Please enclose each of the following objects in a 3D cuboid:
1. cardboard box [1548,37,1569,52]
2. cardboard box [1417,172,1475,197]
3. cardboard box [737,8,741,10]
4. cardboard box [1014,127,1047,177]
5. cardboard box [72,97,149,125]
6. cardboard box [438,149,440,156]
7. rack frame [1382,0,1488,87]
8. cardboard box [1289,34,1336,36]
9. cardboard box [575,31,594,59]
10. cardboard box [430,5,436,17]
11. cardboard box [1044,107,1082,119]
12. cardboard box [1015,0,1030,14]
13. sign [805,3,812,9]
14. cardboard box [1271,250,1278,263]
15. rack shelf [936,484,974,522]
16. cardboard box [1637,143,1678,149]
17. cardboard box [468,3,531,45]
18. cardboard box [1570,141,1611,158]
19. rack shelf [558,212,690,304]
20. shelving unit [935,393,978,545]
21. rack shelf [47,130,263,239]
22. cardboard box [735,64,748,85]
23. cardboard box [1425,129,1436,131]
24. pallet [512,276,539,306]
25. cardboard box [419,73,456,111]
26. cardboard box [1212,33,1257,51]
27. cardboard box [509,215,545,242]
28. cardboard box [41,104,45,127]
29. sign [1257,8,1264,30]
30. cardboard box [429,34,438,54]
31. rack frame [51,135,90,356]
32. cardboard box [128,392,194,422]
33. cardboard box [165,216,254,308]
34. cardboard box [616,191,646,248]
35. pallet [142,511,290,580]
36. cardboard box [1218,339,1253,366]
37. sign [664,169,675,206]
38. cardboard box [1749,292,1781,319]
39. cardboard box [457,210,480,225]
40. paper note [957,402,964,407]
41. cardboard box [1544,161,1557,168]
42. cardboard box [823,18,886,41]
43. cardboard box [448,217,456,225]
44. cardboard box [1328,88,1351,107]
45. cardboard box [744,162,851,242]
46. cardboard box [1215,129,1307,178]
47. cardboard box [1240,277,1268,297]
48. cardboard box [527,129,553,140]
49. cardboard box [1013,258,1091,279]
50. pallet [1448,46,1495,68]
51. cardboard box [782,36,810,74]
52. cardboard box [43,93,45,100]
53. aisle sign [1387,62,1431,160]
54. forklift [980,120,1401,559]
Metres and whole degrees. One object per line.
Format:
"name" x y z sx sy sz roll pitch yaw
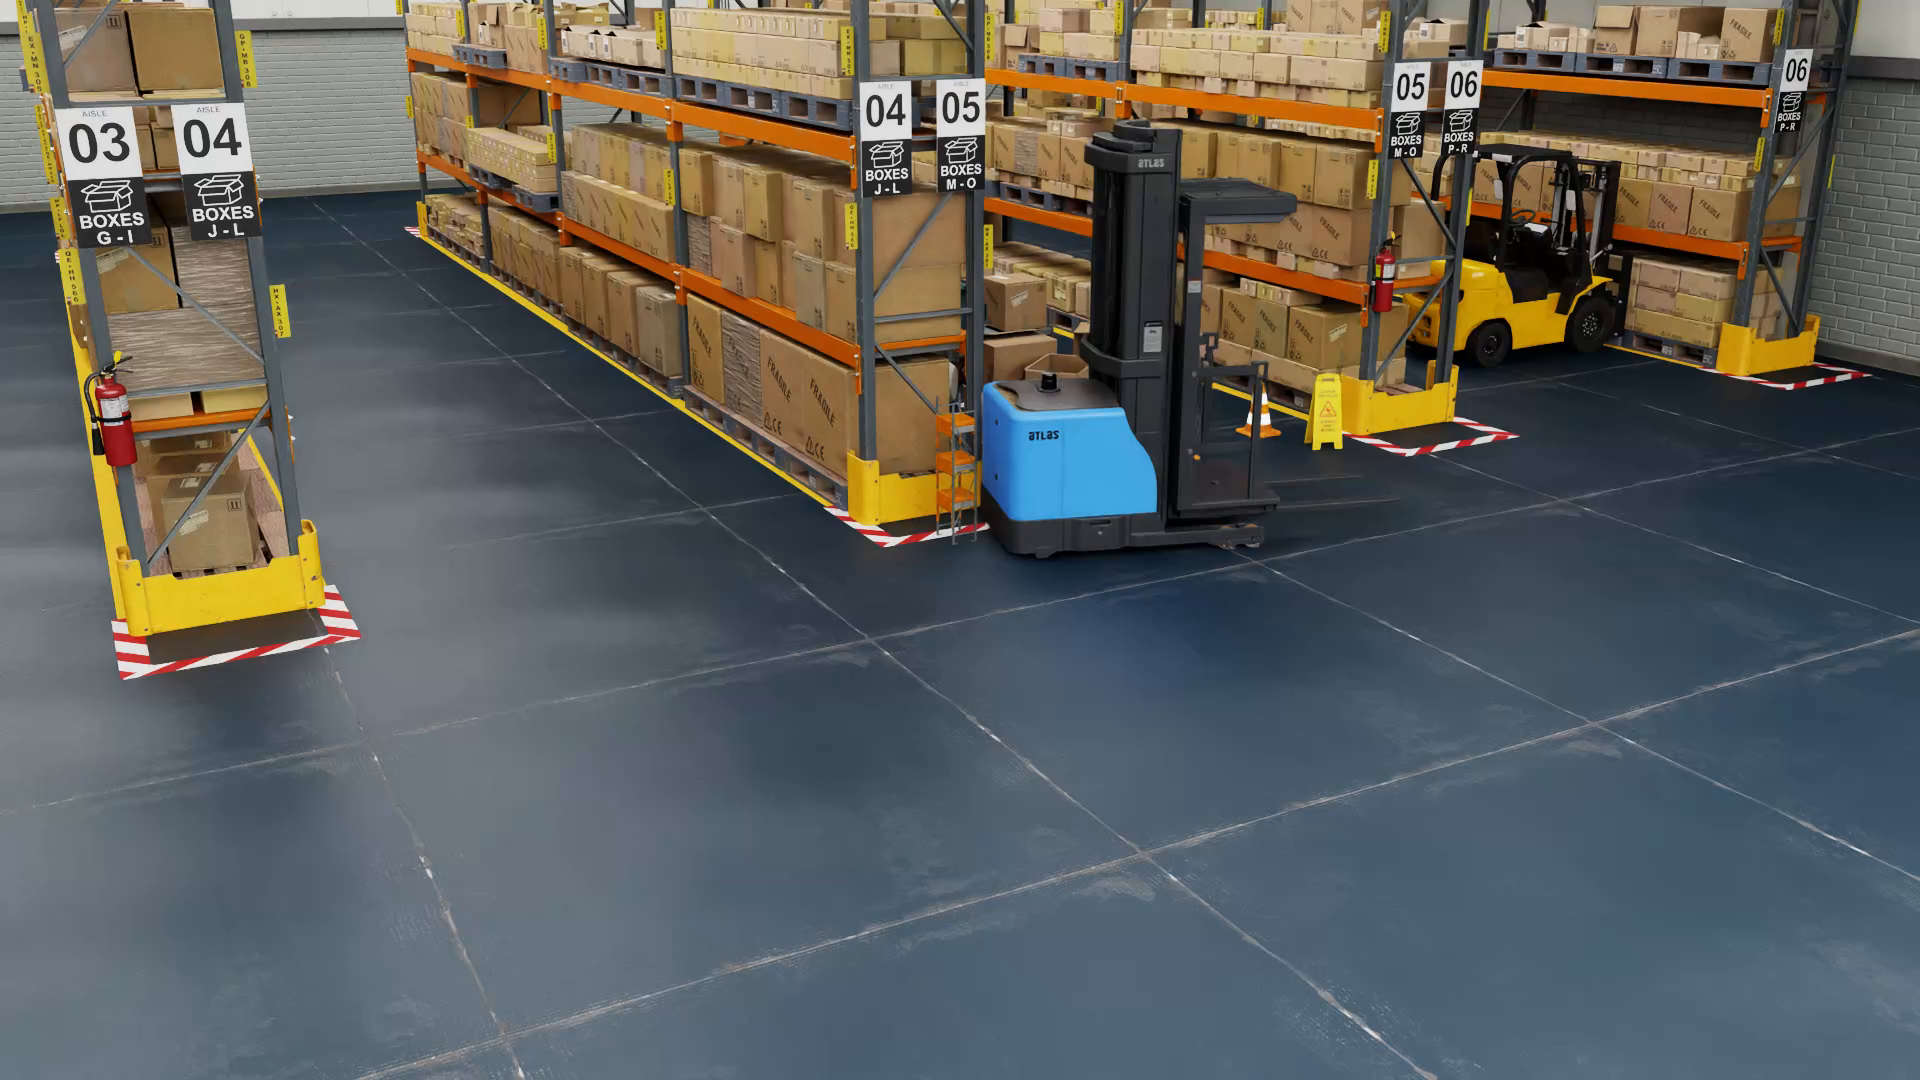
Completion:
"cardboard box" 6.797 -5.526 18.538 0.380 0.149 0.250 -9 21 -25
"cardboard box" 6.017 -4.411 20.546 0.500 0.250 0.500 -9 21 -25
"cardboard box" -3.286 -8.530 27.088 0.500 0.250 0.500 -12 23 -32
"cardboard box" 0.973 -4.533 19.416 0.500 0.500 0.500 -11 22 -29
"cardboard box" -5.129 -2.584 10.043 0.380 0.149 0.250 -11 22 -28
"cardboard box" -7.540 -5.789 24.695 0.380 0.149 0.250 -9 21 -24
"rack frame" 4.019 -5.296 13.682 1.000 3.000 0.127 -10 21 -27
"cardboard box" 3.335 -4.711 15.750 0.380 0.149 0.250 -9 21 -26
"cardboard box" -3.700 -5.168 17.343 0.500 0.250 0.500 -9 21 -25
"cardboard box" -7.152 -7.365 23.130 0.380 0.149 0.250 -10 22 -28
"cardboard box" 1.755 -7.139 27.996 0.500 0.250 0.500 -10 21 -27
"cardboard box" 1.253 -9.089 28.283 0.500 0.250 0.500 -10 22 -27
"sign" -2.167 -7.518 23.807 0.100 0.325 0.005 -10 21 -27
"cardboard box" 3.186 -2.712 15.778 0.380 0.149 0.250 -10 21 -26
"rack shelf" -0.025 -0.239 12.099 0.215 0.259 0.240 -10 21 -27
"cardboard box" 7.705 -4.302 18.396 0.380 0.149 0.250 -10 21 -26
"cardboard box" -5.904 -6.647 21.399 0.700 0.500 0.500 -10 21 -27
"cardboard box" 7.058 -4.377 18.615 0.380 0.149 0.250 -10 21 -27
"rack shelf" -3.138 -3.046 17.464 1.077 0.370 4.000 -10 21 -27
"shelving unit" -0.025 -0.512 12.004 0.215 1.050 0.252 -10 21 -27
"rack shelf" -5.652 -2.577 11.504 1.077 0.370 4.000 -10 21 -27
"cardboard box" -1.593 -3.763 13.429 0.380 0.149 0.250 -10 21 -26
"cardboard box" 5.949 -5.240 21.571 0.380 0.149 0.250 -10 21 -27
"pallet" -5.033 -3.217 21.130 1.003 0.211 1.213 -10 21 -27
"cardboard box" -7.662 -6.604 24.528 0.500 0.500 0.500 -9 21 -25
"cardboard box" 2.649 -4.778 15.943 0.380 0.149 0.250 -10 22 -27
"cardboard box" -5.376 -3.927 20.953 0.500 0.250 0.500 -9 21 -25
"cardboard box" -12.072 -5.619 22.441 0.500 0.500 0.500 -11 22 -28
"sign" 4.108 -7.105 22.732 0.100 0.325 0.005 -10 21 -27
"cardboard box" -7.161 -6.988 23.416 0.500 0.250 0.500 -10 21 -27
"rack frame" -8.501 -3.221 16.868 1.000 3.000 0.127 -10 21 -27
"cardboard box" -5.019 -0.856 10.398 0.380 0.149 0.250 -10 21 -27
"cardboard box" -4.724 -1.785 10.565 0.500 0.500 0.500 -10 21 -27
"cardboard box" -3.152 -3.258 16.821 0.500 0.500 0.500 -10 21 -26
"pallet" -5.093 0.133 11.422 1.003 0.211 1.213 -10 21 -27
"cardboard box" 2.906 -1.848 16.460 0.500 0.250 0.500 -11 22 -29
"sign" -2.662 -3.235 15.255 0.100 0.325 0.005 -10 21 -27
"cardboard box" 8.345 -2.532 17.675 0.500 0.250 0.500 -10 21 -26
"cardboard box" -6.931 -4.590 23.650 0.380 0.149 0.250 -11 22 -29
"paper note" 0.067 -1.299 15.860 0.172 0.023 0.155 -3 19 -8
"cardboard box" 6.854 -4.297 18.838 0.380 0.149 0.250 -10 22 -27
"cardboard box" -0.748 -3.630 11.820 0.380 0.149 0.250 -10 21 -26
"cardboard box" -7.354 -4.762 24.605 0.380 0.149 0.250 -11 22 -29
"cardboard box" 3.456 -3.884 14.576 0.380 0.149 0.250 -10 21 -26
"cardboard box" -1.286 -2.815 13.806 0.875 0.550 0.500 -10 21 -27
"cardboard box" 2.903 -3.675 16.040 0.700 0.500 0.500 -10 21 -27
"cardboard box" 2.935 -2.453 16.068 0.380 0.149 0.250 -9 21 -24
"cardboard box" -5.376 -5.233 21.528 0.380 0.149 0.250 -11 22 -28
"cardboard box" 1.192 -3.120 19.958 0.950 0.372 0.625 -9 21 -25
"pallet" 6.056 -5.957 20.490 0.805 0.209 1.217 -11 22 -29
"cardboard box" -1.004 -3.638 12.455 0.500 0.250 0.500 -10 21 -27
"cardboard box" -8.259 -4.247 15.471 0.500 0.250 0.500 -9 21 -25
"aisle sign" 3.793 -3.626 14.055 0.394 0.787 0.004 -10 21 -27
"forklift" 1.724 -1.482 11.934 3.031 2.935 1.130 -4 19 -11
